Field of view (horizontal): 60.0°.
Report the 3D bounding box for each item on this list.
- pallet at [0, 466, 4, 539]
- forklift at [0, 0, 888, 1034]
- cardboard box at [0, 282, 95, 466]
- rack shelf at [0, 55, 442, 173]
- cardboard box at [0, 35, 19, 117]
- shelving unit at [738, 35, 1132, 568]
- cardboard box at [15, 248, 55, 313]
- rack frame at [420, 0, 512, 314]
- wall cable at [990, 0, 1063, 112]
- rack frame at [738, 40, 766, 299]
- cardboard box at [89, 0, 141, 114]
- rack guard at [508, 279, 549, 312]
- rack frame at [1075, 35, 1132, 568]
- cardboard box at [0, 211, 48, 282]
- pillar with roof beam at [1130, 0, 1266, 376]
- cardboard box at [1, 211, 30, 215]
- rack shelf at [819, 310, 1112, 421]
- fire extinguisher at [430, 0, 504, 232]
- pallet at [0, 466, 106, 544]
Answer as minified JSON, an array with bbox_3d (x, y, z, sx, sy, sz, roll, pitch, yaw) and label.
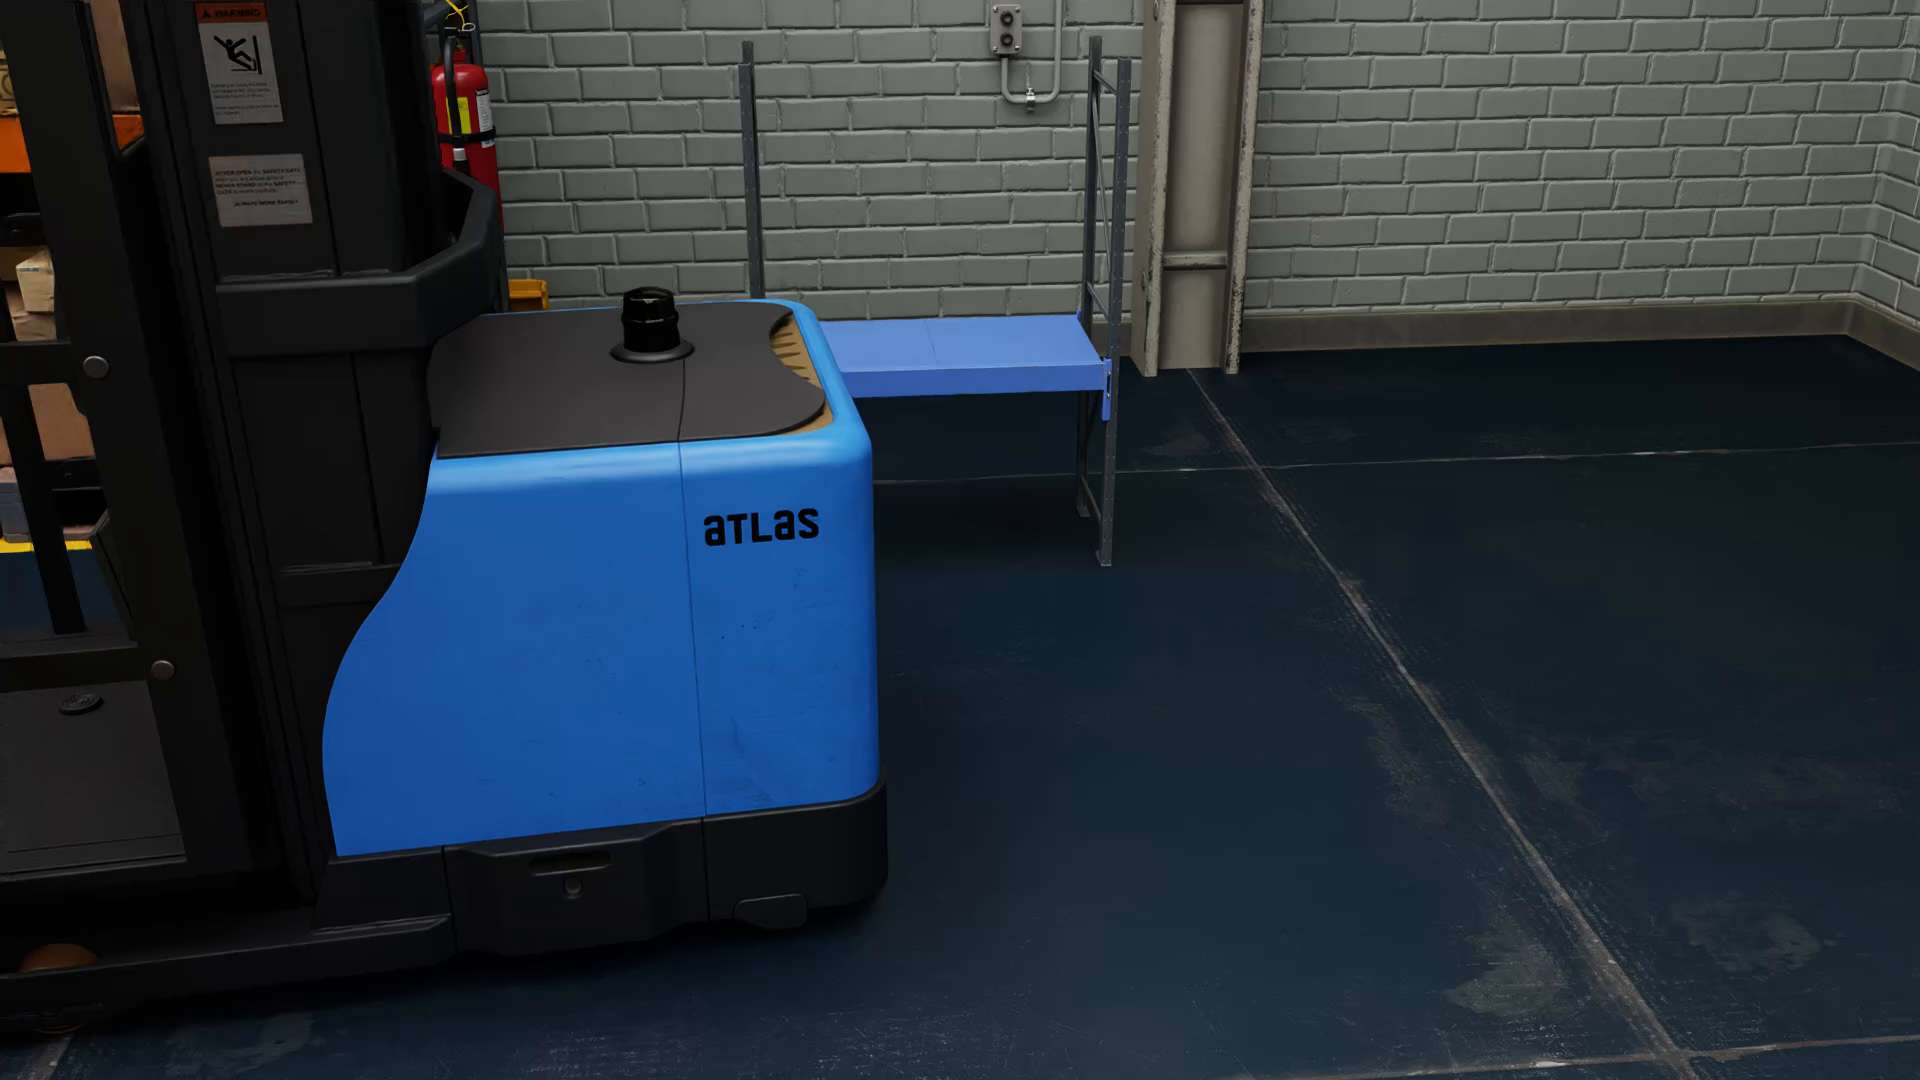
[{"bbox_3d":[-3.675,-0.262,5.579,1.213,0.211,1.003,-2,24,-5],"label":"pallet"},{"bbox_3d":[-1.721,-0.623,3.043,3.031,2.935,1.130,-5,24,-11],"label":"forklift"},{"bbox_3d":[-2.860,-0.608,5.485,0.500,0.500,0.700,-2,24,-5],"label":"cardboard box"},{"bbox_3d":[-3.666,-1.238,5.228,4.000,0.370,1.077,-2,24,-5],"label":"rack shelf"},{"bbox_3d":[-2.905,-1.726,5.071,0.700,0.700,0.980,-2,24,-6],"label":"cardboard box"},{"bbox_3d":[-0.085,-0.682,4.938,1.048,1.500,0.538,-2,24,-5],"label":"shelving unit"},{"bbox_3d":[-2.726,-0.835,5.198,0.250,0.149,0.380,-2,24,-4],"label":"cardboard box"},{"bbox_3d":[-1.675,-1.647,5.262,0.127,3.000,1.000,-2,24,-5],"label":"rack frame"},{"bbox_3d":[-0.494,-2.544,6.031,1.851,1.984,0.084,-2,24,-5],"label":"wall cable"},{"bbox_3d":[-0.591,-0.662,4.892,0.032,1.500,0.500,-2,24,-5],"label":"rack frame"},{"bbox_3d":[-2.182,-1.759,5.146,0.700,0.700,0.980,-1,24,-3],"label":"cardboard box"},{"bbox_3d":[-1.652,-0.505,5.772,0.348,0.500,1.175,-2,24,-5],"label":"rack guard"},{"bbox_3d":[0.421,-0.702,4.983,0.032,1.500,0.500,-2,24,-5],"label":"rack frame"},{"bbox_3d":[-3.011,-0.980,5.523,0.250,0.149,0.380,-2,24,-5],"label":"cardboard box"},{"bbox_3d":[1.350,-3.105,1.158,0.400,9.000,9.100,-2,24,-5],"label":"pillar with roof beam"},{"bbox_3d":[-3.264,-0.969,5.500,0.250,0.149,0.380,-2,24,-4],"label":"cardboard box"},{"bbox_3d":[-0.085,-0.518,5.011,1.000,0.185,0.538,-2,24,-5],"label":"rack shelf"},{"bbox_3d":[-1.480,-1.260,4.947,0.183,0.674,0.296,-2,24,-5],"label":"fire extinguisher"},{"bbox_3d":[-2.463,-0.309,5.685,1.213,0.211,1.003,-2,24,-5],"label":"pallet"}]
